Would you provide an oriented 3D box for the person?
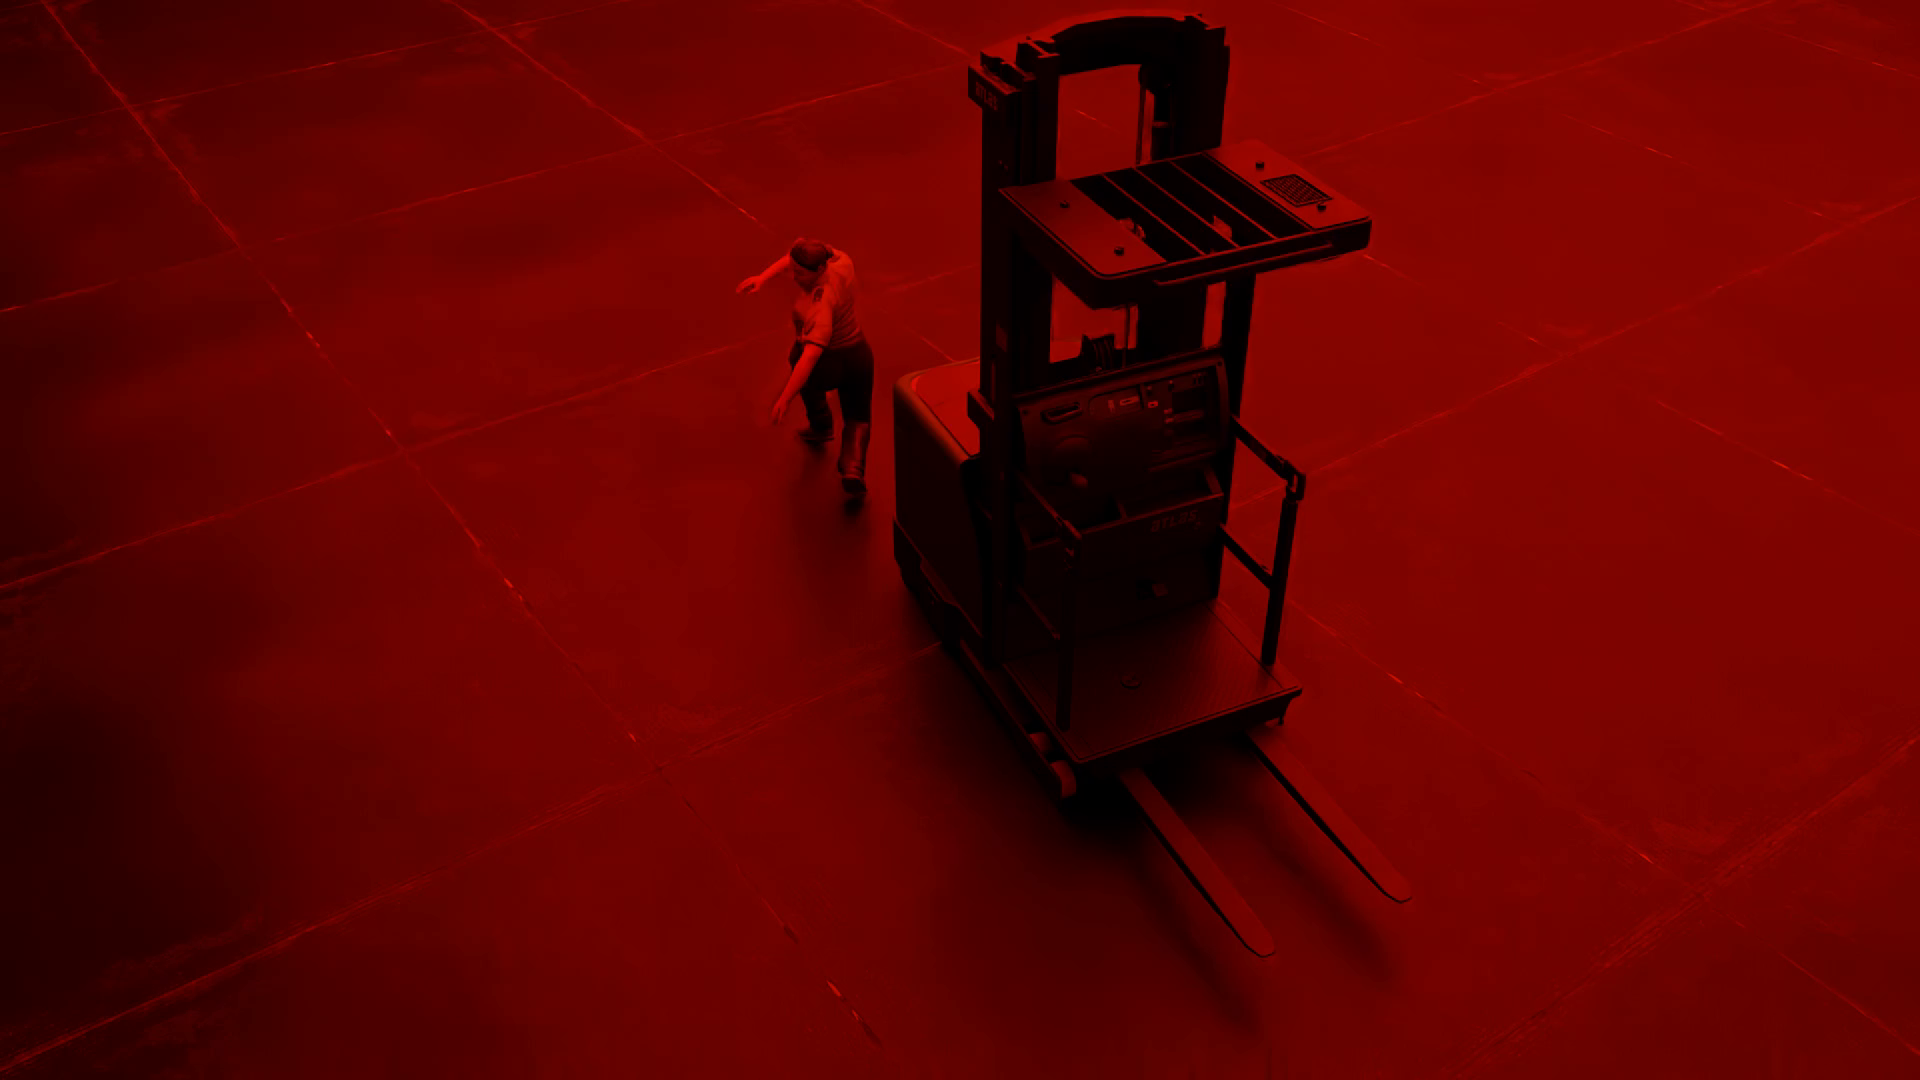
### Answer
[{"bbox_3d":[-0.766,-0.901,8.515,0.709,1.420,0.932,-18,40,-23],"label":"person"}]

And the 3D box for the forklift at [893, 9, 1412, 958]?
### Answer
[{"bbox_3d":[0.754,-0.393,6.476,1.130,2.935,3.031,-15,39,-20],"label":"forklift"}]
